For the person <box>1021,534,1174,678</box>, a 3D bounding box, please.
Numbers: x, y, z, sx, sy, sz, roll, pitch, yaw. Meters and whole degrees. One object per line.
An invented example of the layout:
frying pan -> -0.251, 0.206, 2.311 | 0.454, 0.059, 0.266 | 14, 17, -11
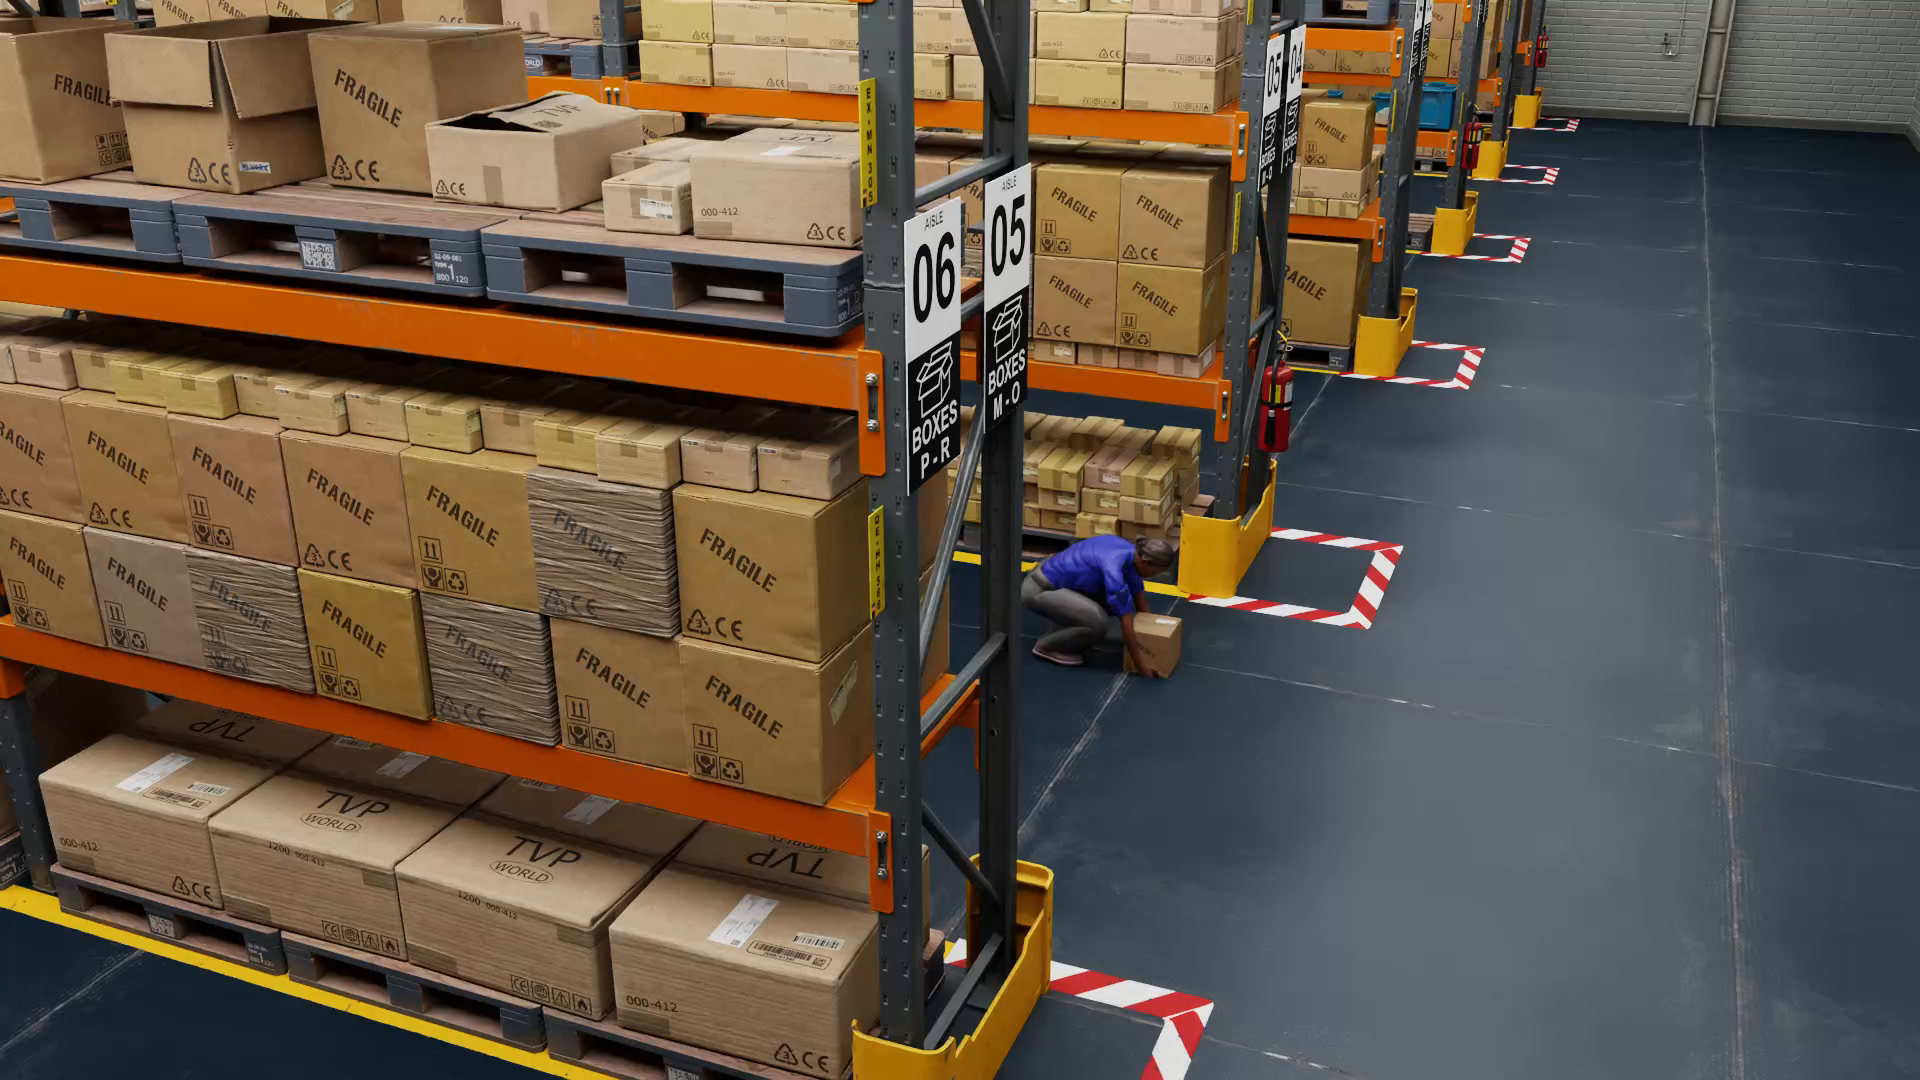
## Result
person -> 0.745, 0.329, 9.094 | 0.841, 0.808, 0.470 | 8, 24, 19
